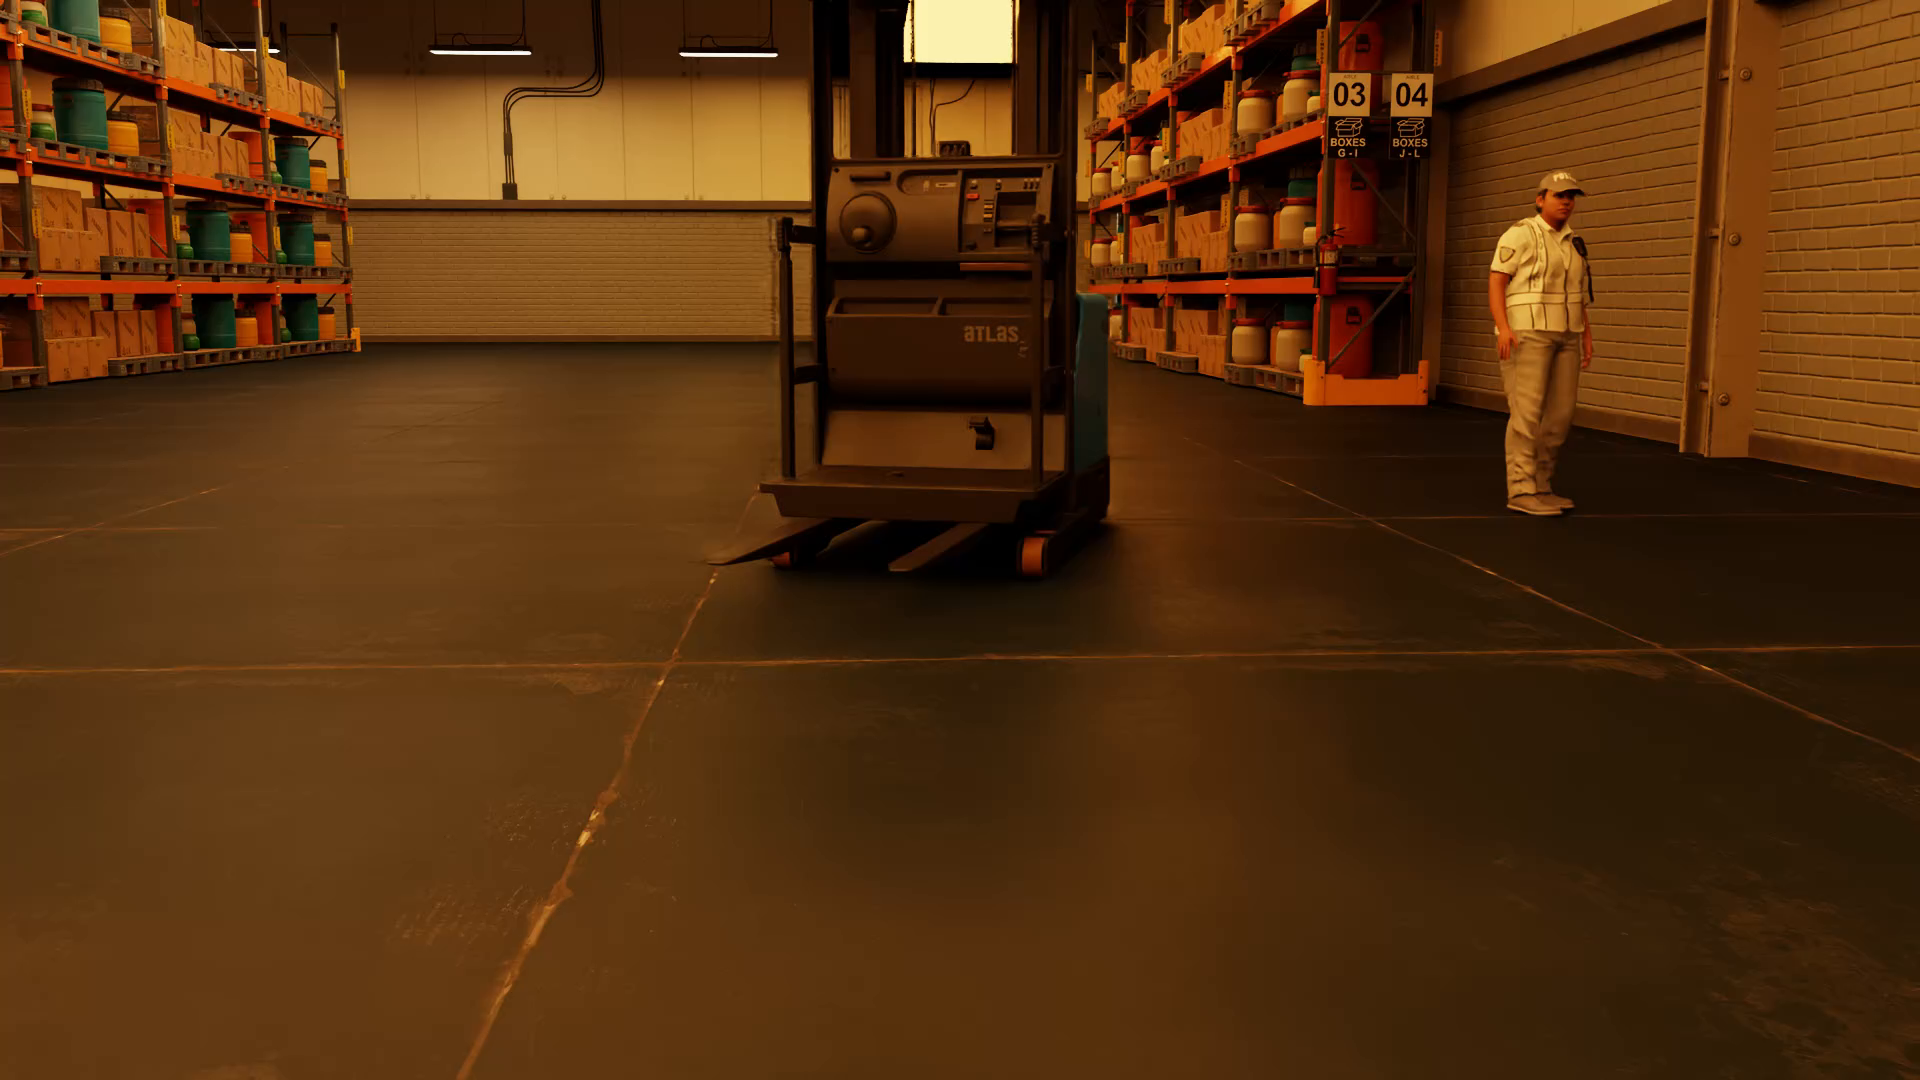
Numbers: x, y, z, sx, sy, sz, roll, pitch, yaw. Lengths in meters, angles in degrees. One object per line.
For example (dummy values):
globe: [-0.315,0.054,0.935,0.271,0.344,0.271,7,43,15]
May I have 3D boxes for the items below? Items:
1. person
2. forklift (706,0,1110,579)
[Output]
person: [2.928,-0.977,8.221,0.623,1.669,0.525,-5,10,-30]
forklift: [-0.130,-1.361,6.499,1.130,2.935,3.031,2,9,13]
